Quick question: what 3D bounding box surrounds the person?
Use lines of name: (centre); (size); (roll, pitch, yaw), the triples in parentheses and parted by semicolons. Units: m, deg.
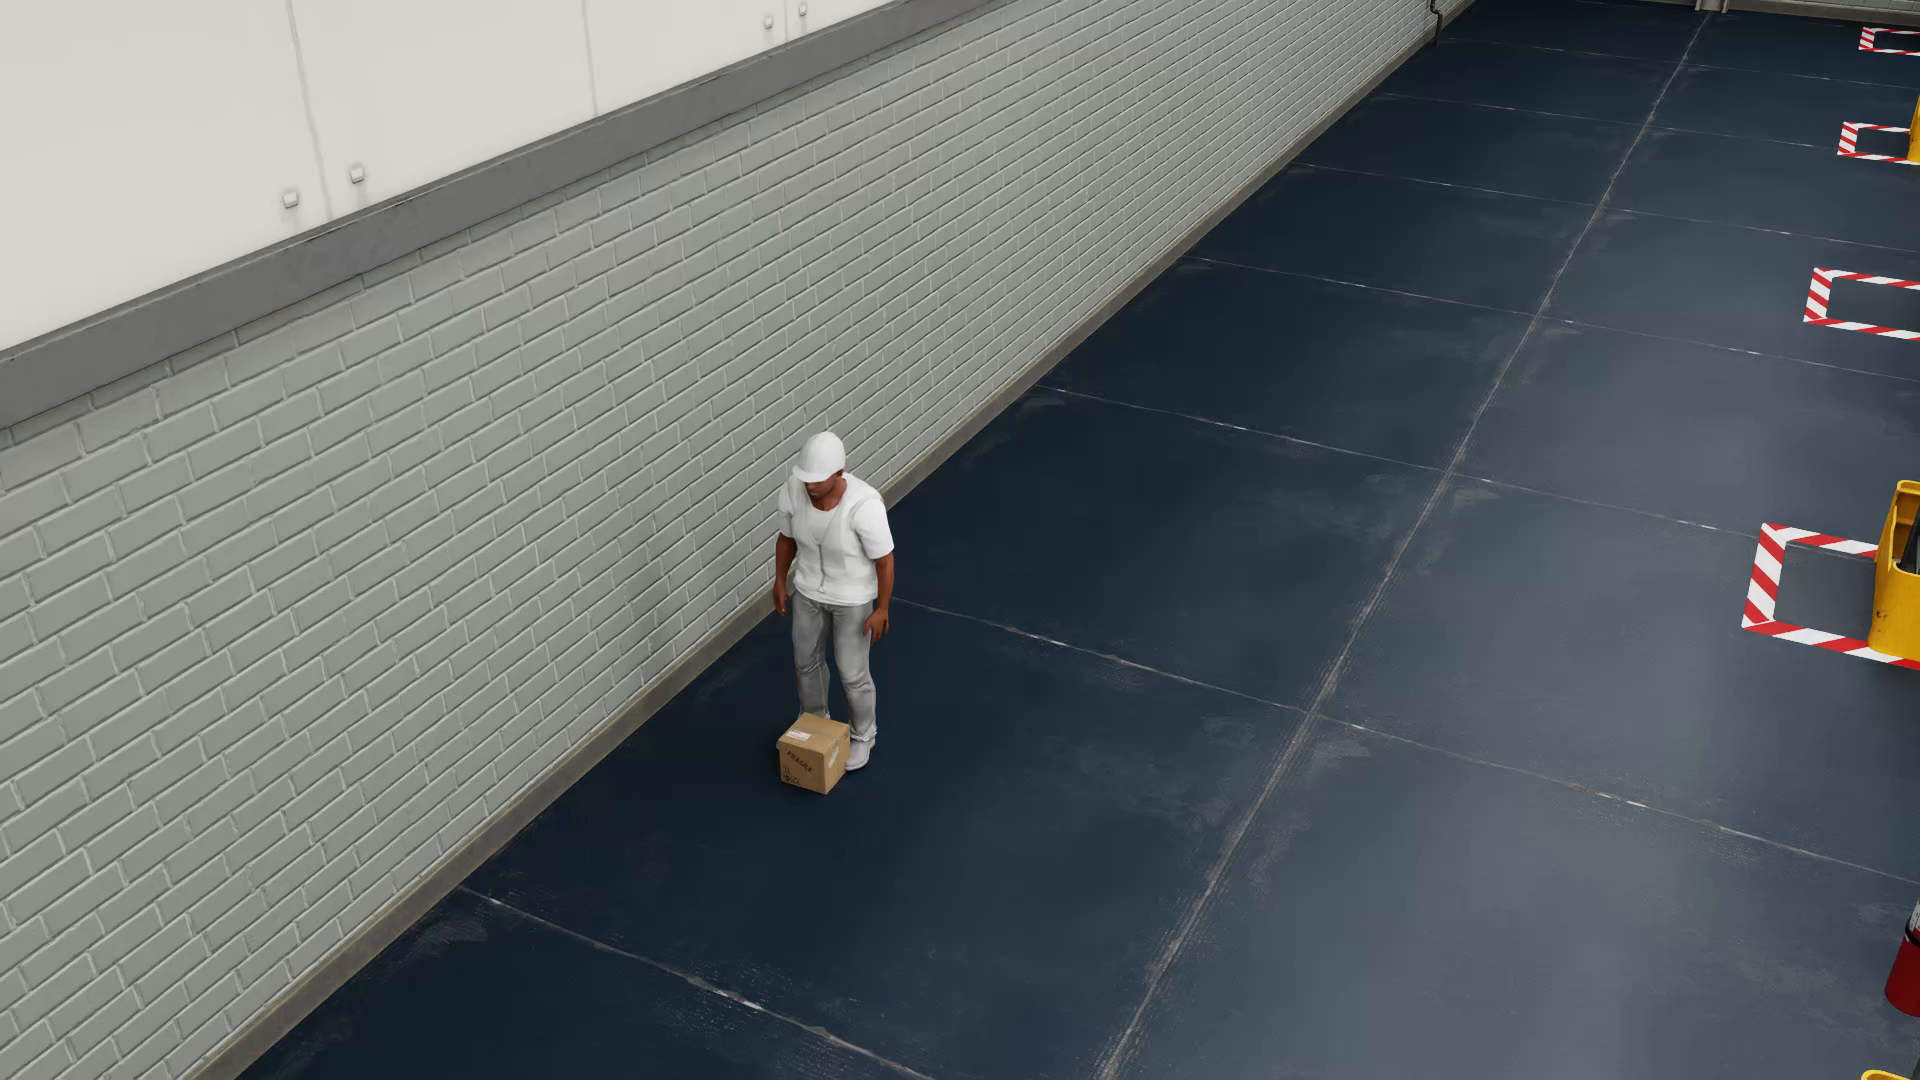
person: (-0.607, 0.265, 7.812); (0.625, 1.760, 0.460); (14, 33, 23)
